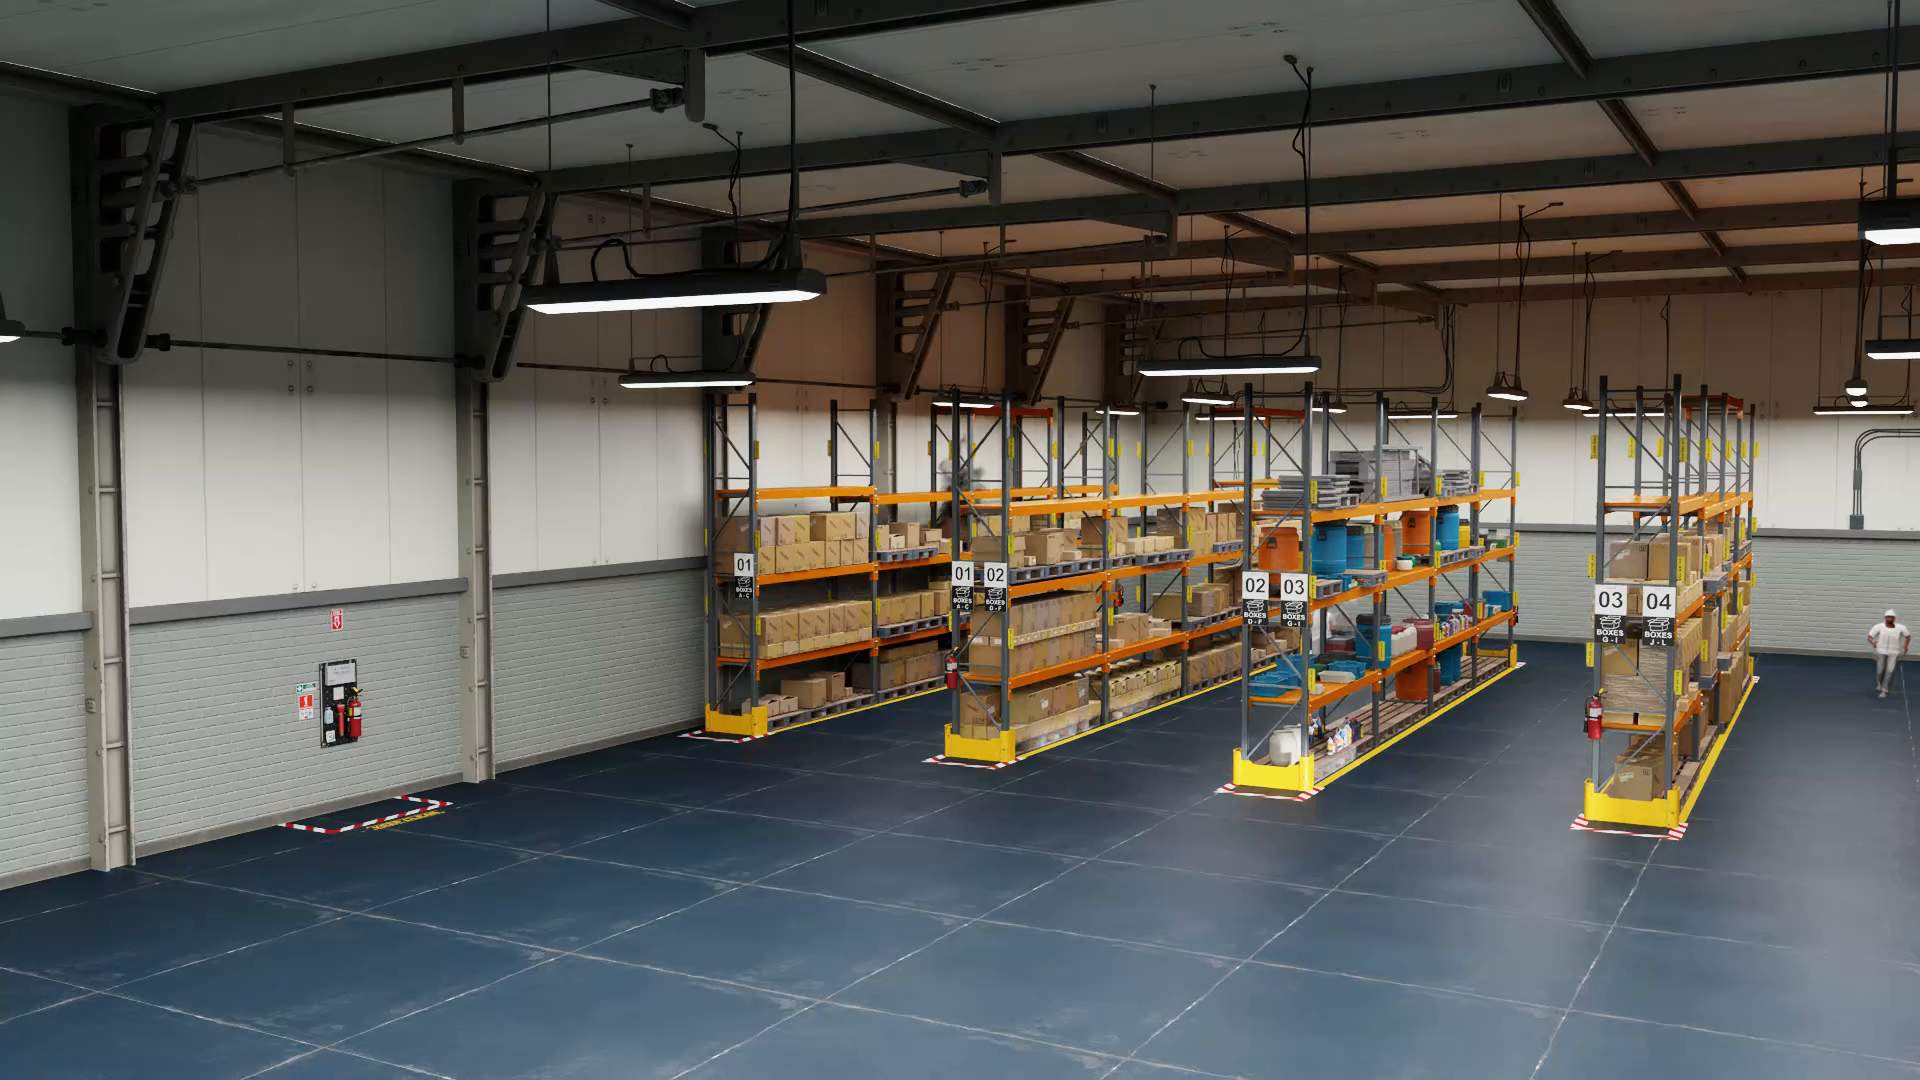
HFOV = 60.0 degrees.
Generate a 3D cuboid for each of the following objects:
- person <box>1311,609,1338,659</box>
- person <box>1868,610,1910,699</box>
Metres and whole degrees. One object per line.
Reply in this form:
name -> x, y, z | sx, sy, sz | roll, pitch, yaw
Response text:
person -> 7.788, 2.163, 35.865 | 0.693, 1.763, 0.982 | 1, 3, 19
person -> 18.766, 2.299, 33.628 | 0.738, 1.762, 0.997 | 2, 4, 33
